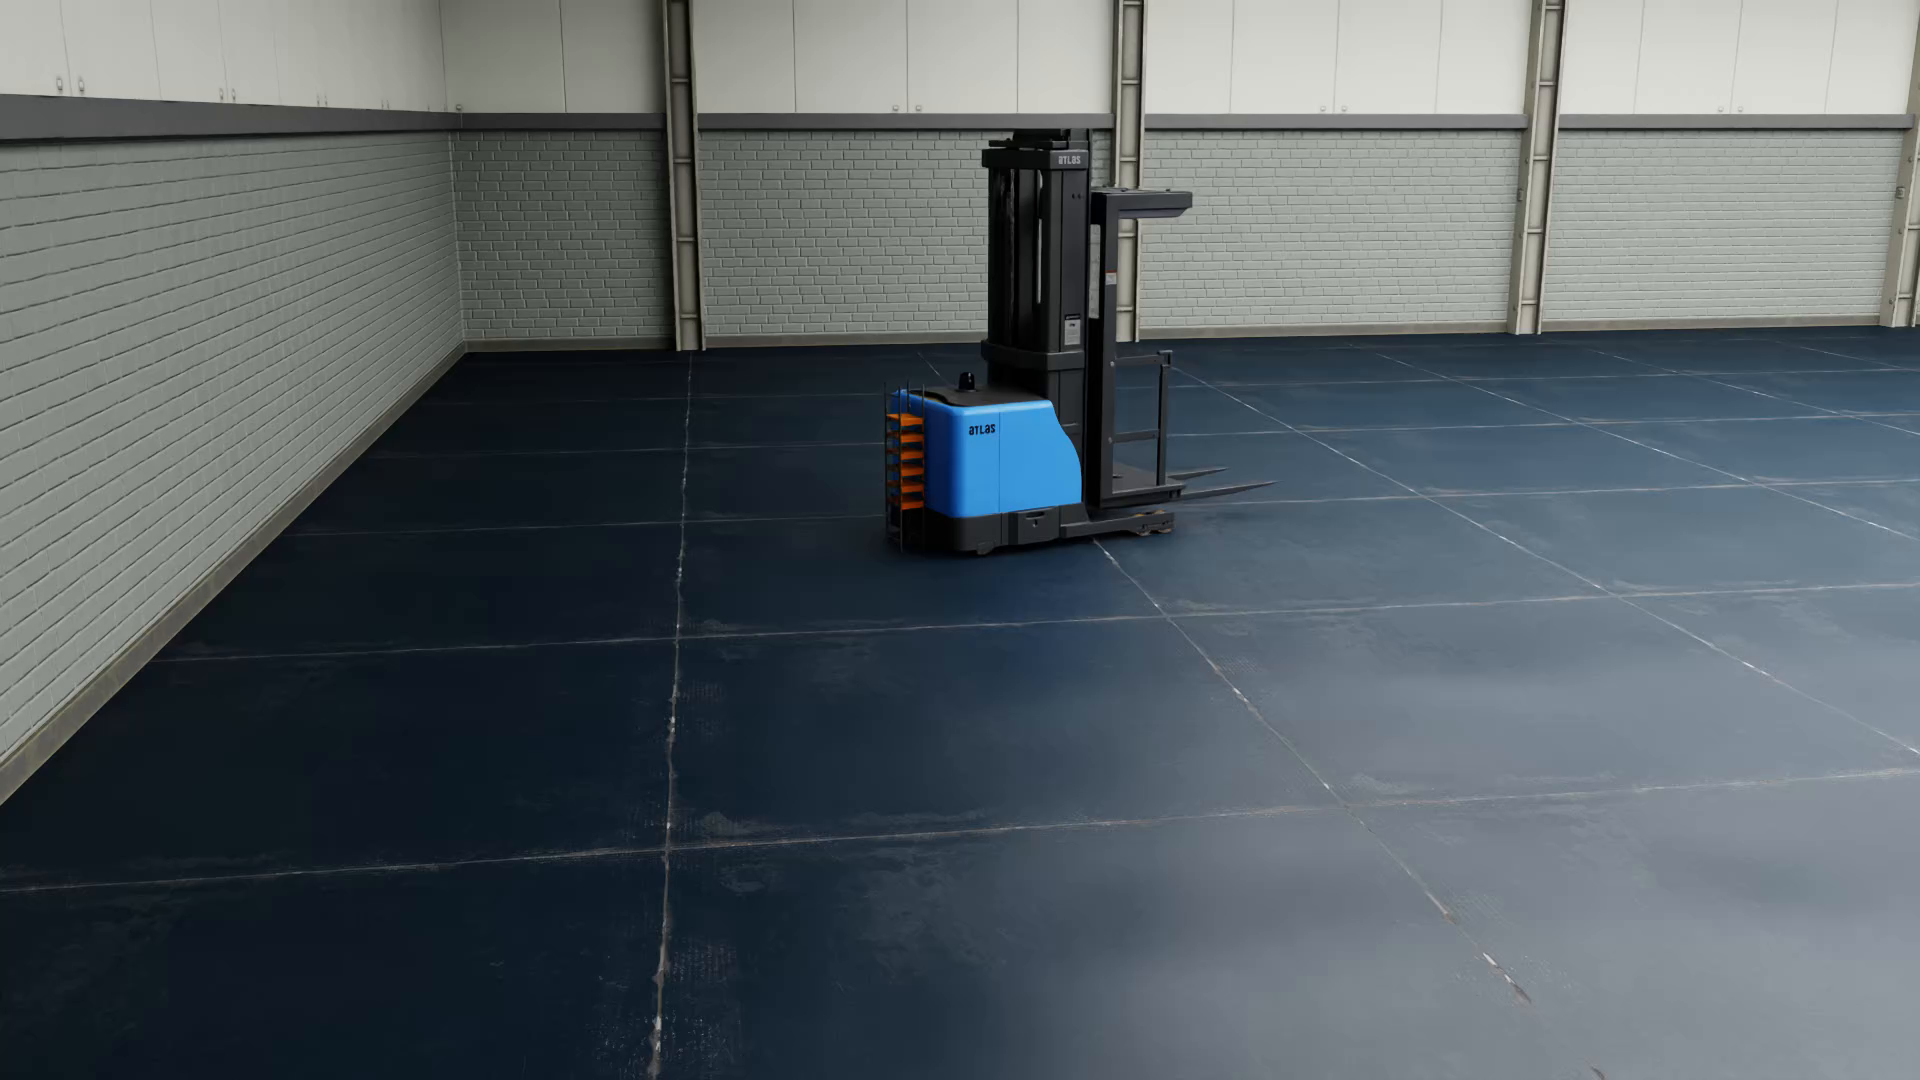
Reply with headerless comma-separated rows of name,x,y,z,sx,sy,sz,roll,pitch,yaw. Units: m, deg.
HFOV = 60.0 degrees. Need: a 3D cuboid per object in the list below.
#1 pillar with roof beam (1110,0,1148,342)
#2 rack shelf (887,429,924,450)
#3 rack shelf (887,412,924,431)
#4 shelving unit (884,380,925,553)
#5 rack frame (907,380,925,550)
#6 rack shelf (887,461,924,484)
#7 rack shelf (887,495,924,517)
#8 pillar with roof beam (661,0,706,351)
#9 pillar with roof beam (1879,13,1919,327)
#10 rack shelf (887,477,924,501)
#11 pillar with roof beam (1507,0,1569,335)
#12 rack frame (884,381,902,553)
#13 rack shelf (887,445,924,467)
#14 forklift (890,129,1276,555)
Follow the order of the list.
pillar with roof beam,2.930,-6.134,18.181,0.400,9.000,9.100,-2,14,-8
rack shelf,-0.395,-0.715,11.801,0.180,0.103,0.258,-8,16,-29
rack shelf,-0.395,-0.831,11.772,0.180,0.103,0.258,-8,16,-29
shelving unit,-0.395,-0.525,11.849,0.189,1.200,0.258,-8,16,-29
rack frame,-0.316,-0.536,11.893,0.006,1.200,0.240,-8,16,-29
rack shelf,-0.395,-0.482,11.860,0.180,0.103,0.258,-8,16,-29
rack shelf,-0.395,-0.249,11.918,0.180,0.103,0.258,-8,16,-29
pillar with roof beam,-3.003,-5.916,17.314,0.400,9.000,9.100,-2,14,-8
pillar with roof beam,14.796,-6.569,19.915,0.400,9.000,9.100,-2,14,-8
rack shelf,-0.395,-0.366,11.889,0.180,0.103,0.258,-8,16,-29
pillar with roof beam,8.863,-6.351,19.048,0.400,9.000,9.100,-2,14,-8
rack frame,-0.475,-0.514,11.805,0.006,1.200,0.240,-8,16,-29
rack shelf,-0.395,-0.598,11.831,0.180,0.103,0.258,-8,16,-29
forklift,1.021,-1.554,12.391,3.031,2.935,1.130,-8,16,-28
